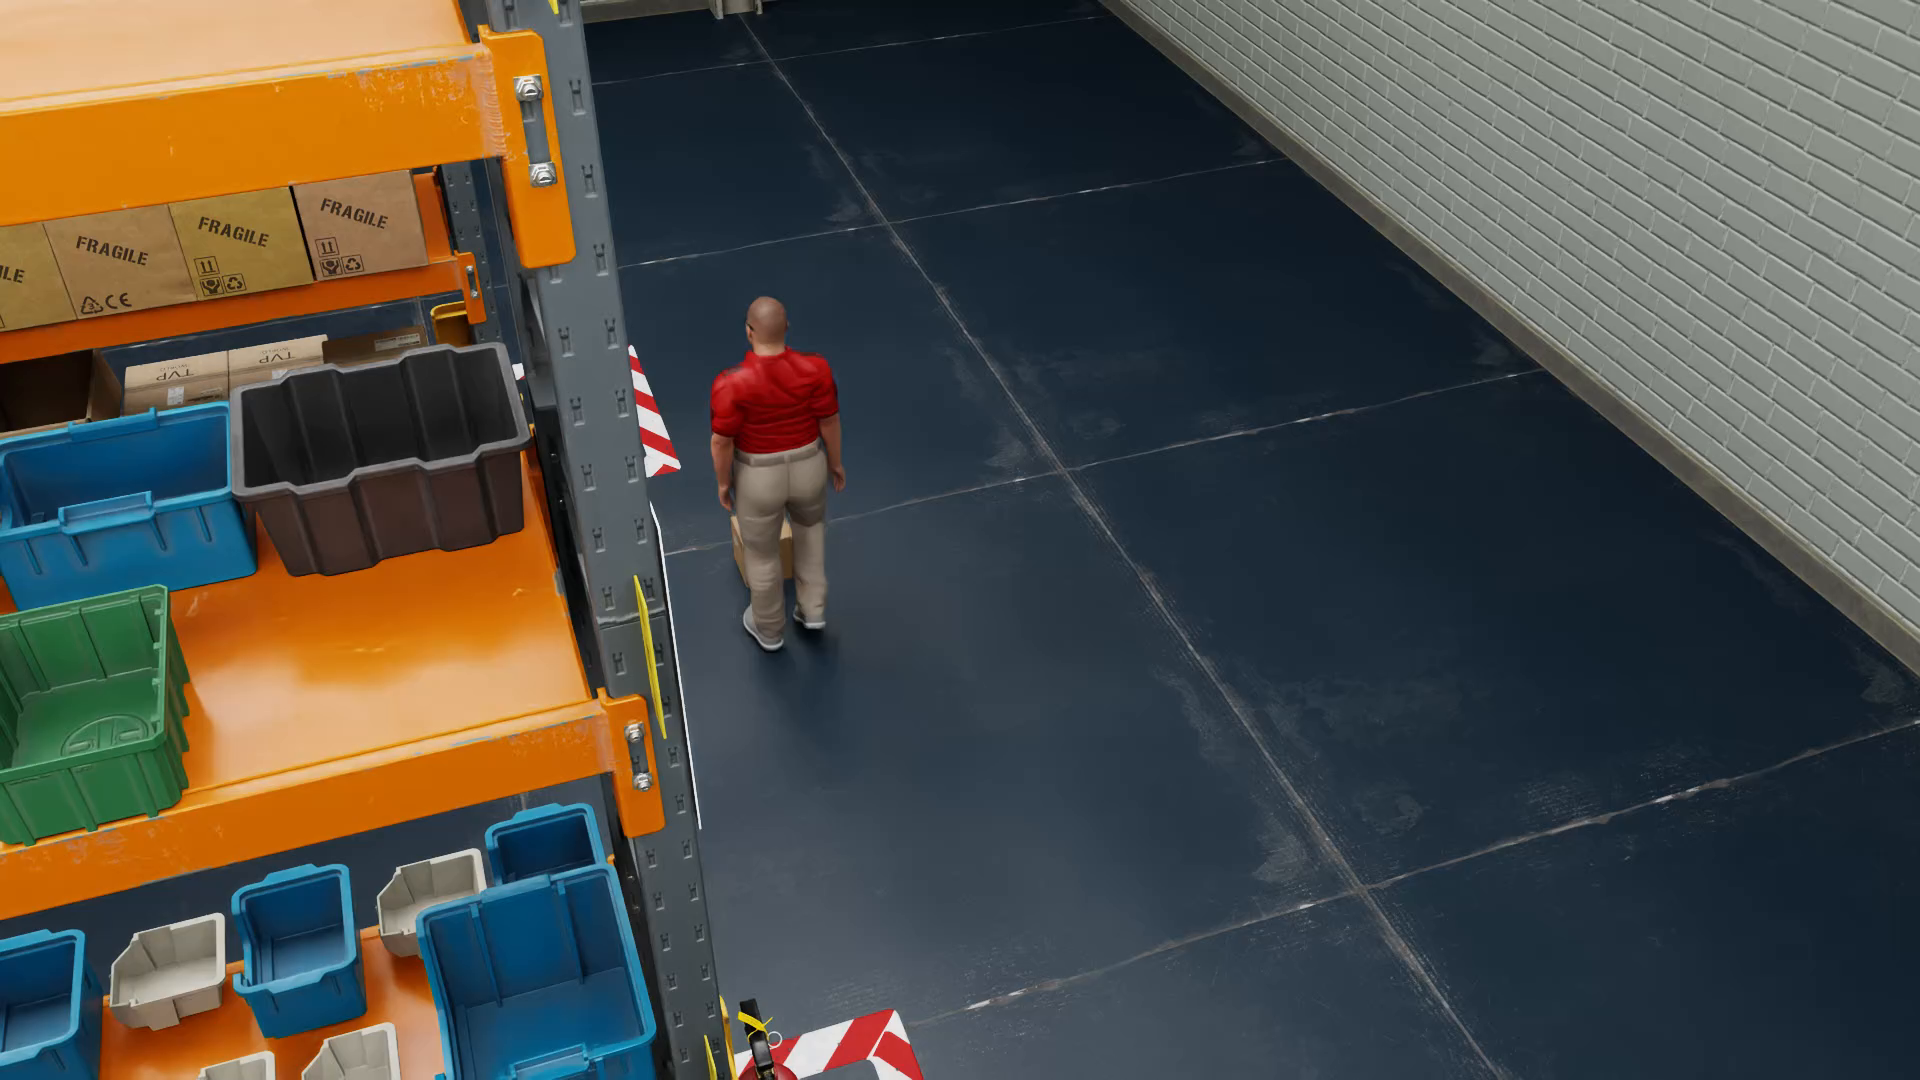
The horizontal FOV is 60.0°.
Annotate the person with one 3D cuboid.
[{"bbox_3d":[-0.770,-0.284,7.147,0.425,1.554,0.370,-13,39,-16],"label":"person"}]
